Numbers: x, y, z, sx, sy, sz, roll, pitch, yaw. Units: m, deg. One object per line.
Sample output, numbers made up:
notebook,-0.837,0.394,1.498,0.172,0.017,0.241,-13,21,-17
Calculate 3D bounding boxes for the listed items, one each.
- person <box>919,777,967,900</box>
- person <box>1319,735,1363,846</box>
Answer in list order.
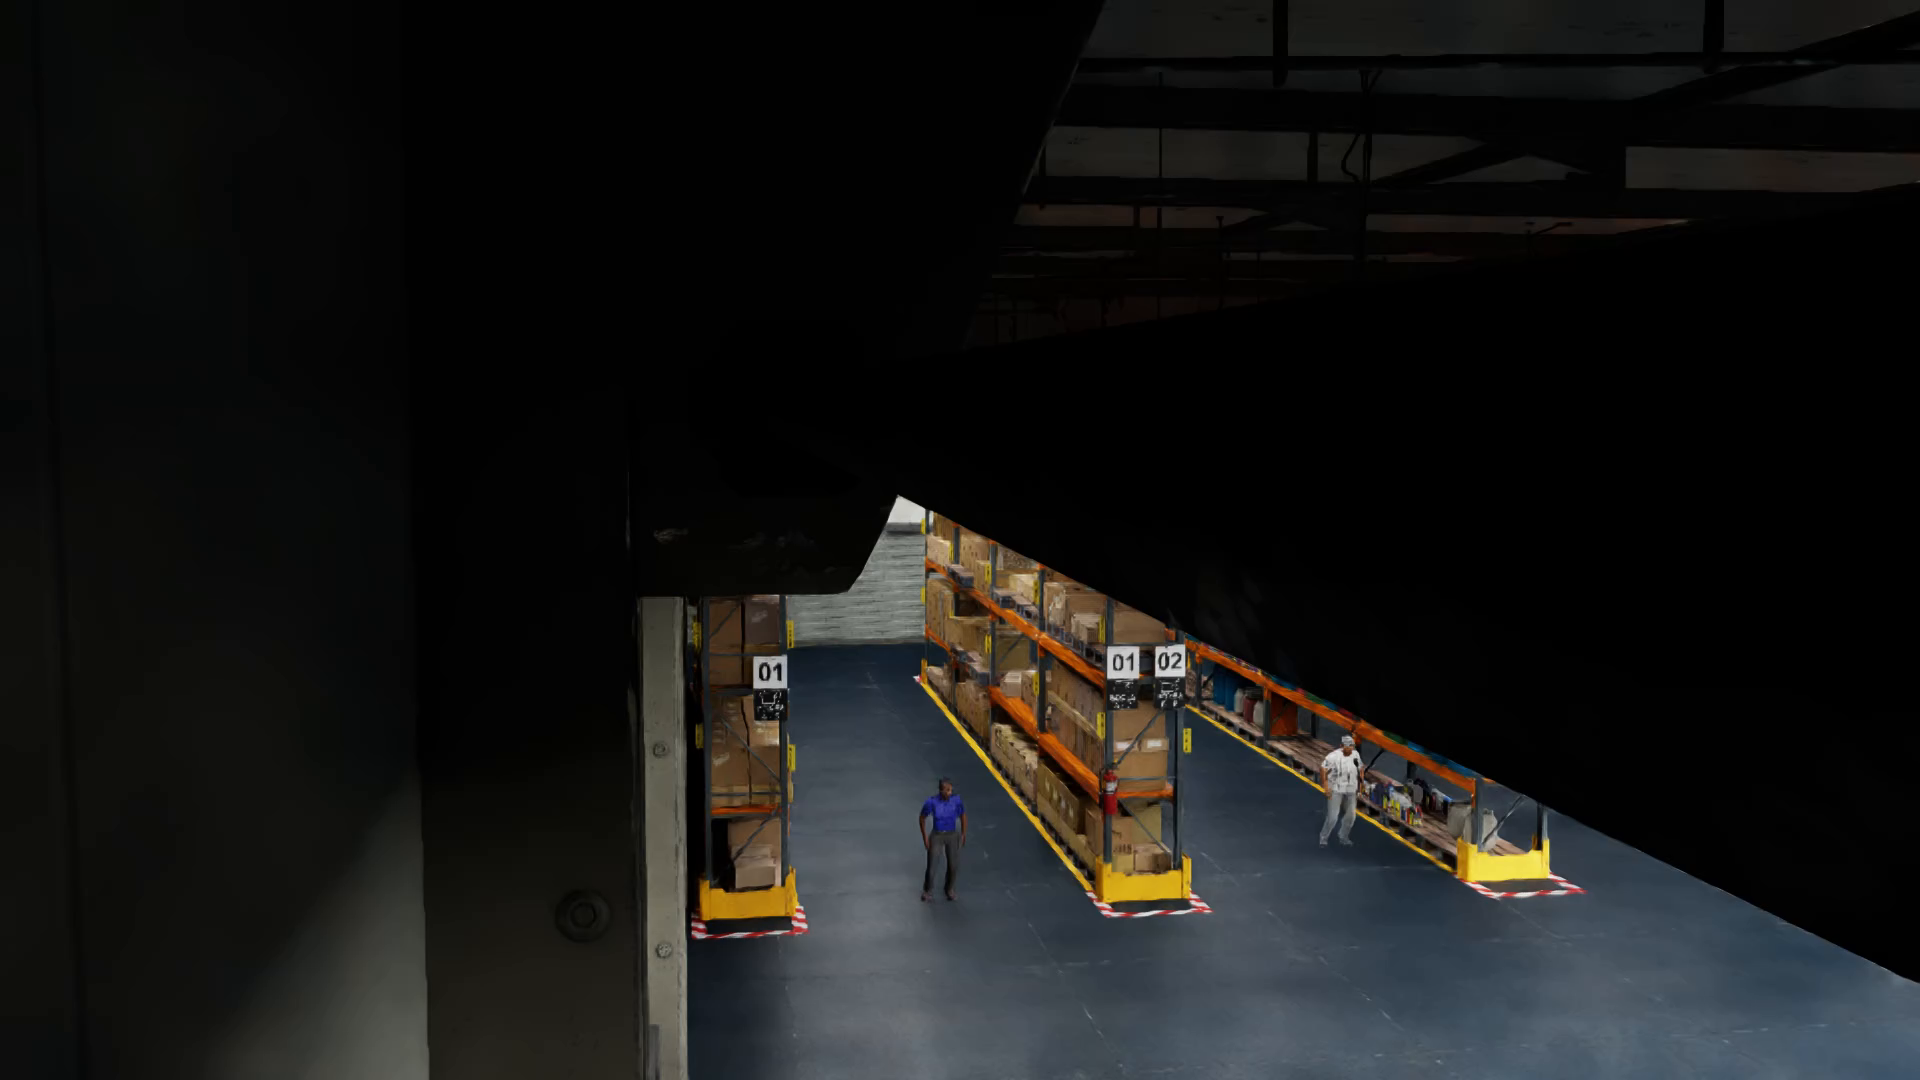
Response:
person,-0.212,3.722,20.733,0.592,1.590,0.518,-1,5,-10
person,5.336,3.495,23.204,0.625,1.611,0.575,-1,5,-12
